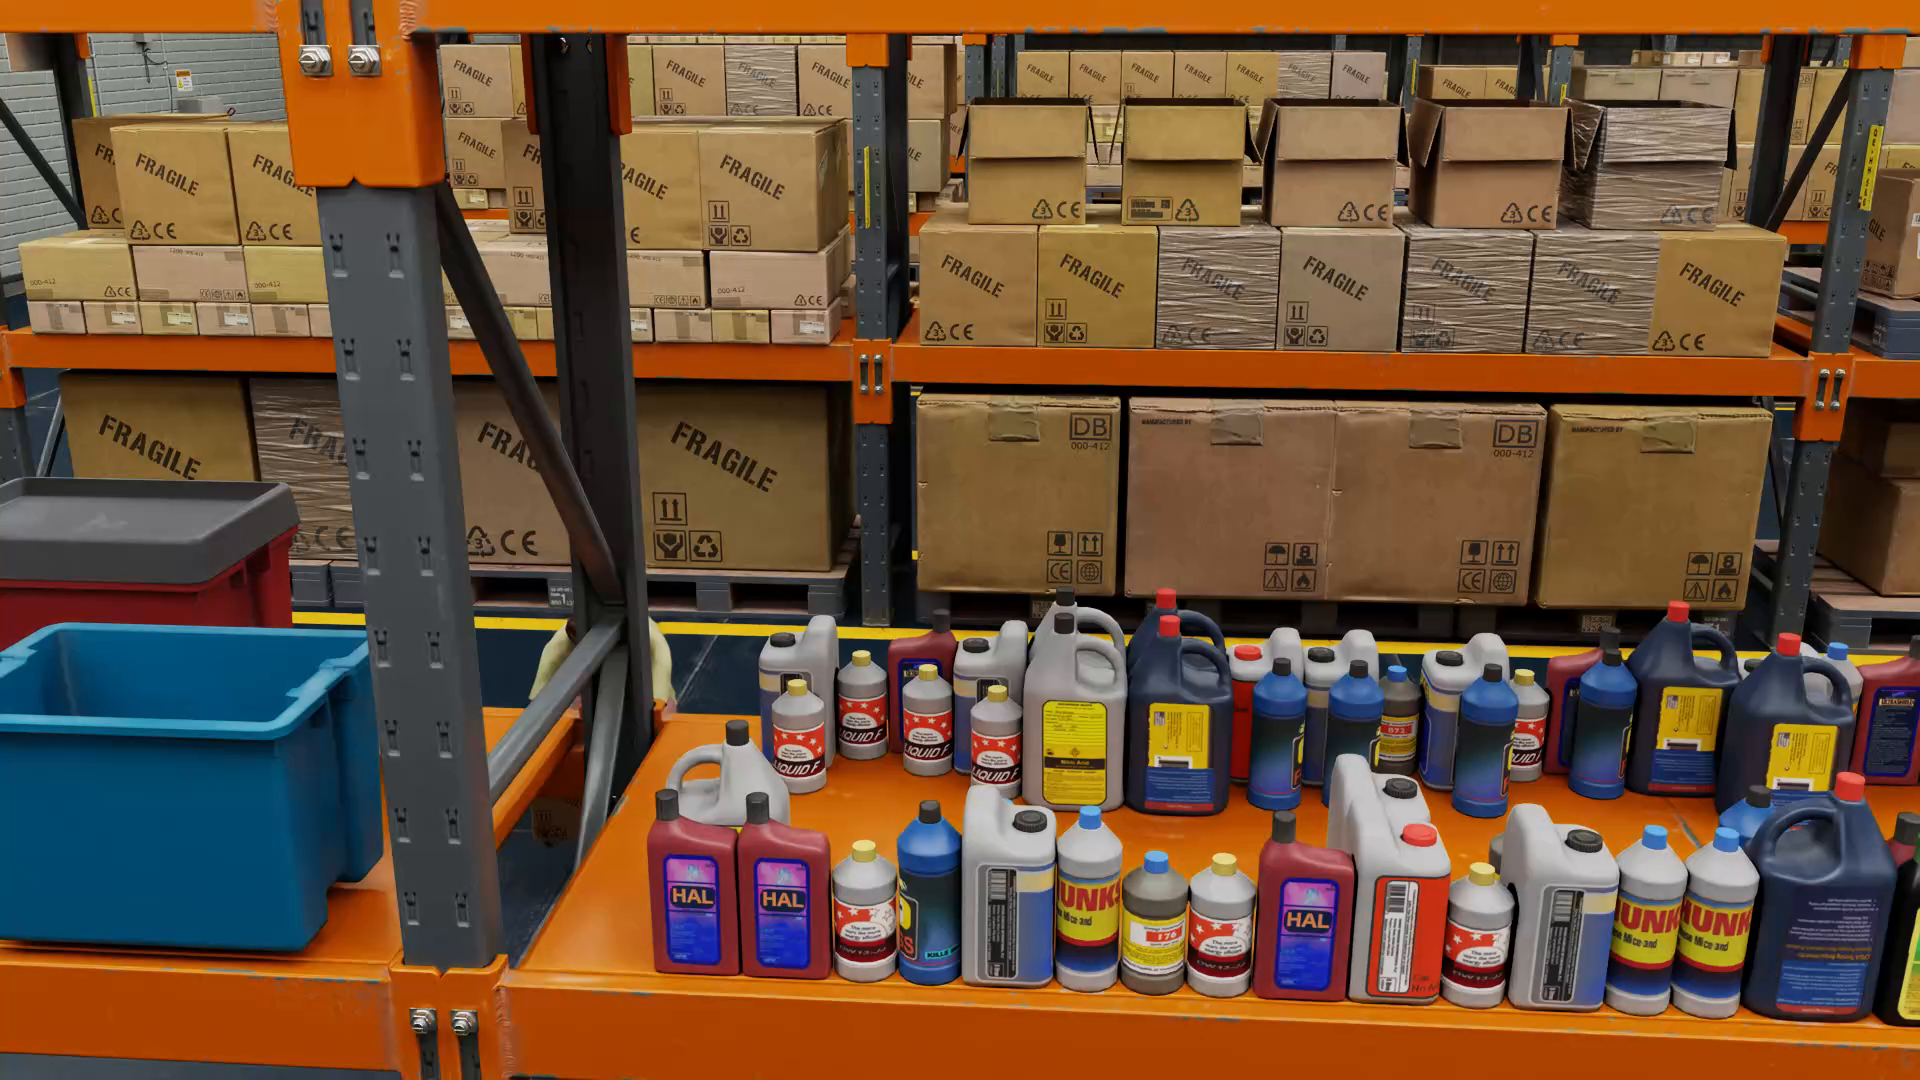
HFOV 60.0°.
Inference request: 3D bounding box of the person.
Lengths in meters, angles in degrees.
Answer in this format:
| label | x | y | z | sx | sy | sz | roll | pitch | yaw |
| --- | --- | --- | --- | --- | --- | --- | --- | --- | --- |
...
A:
| label | x | y | z | sx | sy | sz | roll | pitch | yaw |
| --- | --- | --- | --- | --- | --- | --- | --- | --- | --- |
| person | -1.171 | 0.559 | 5.535 | 0.478 | 0.931 | 0.806 | 1 | 18 | 4 |
